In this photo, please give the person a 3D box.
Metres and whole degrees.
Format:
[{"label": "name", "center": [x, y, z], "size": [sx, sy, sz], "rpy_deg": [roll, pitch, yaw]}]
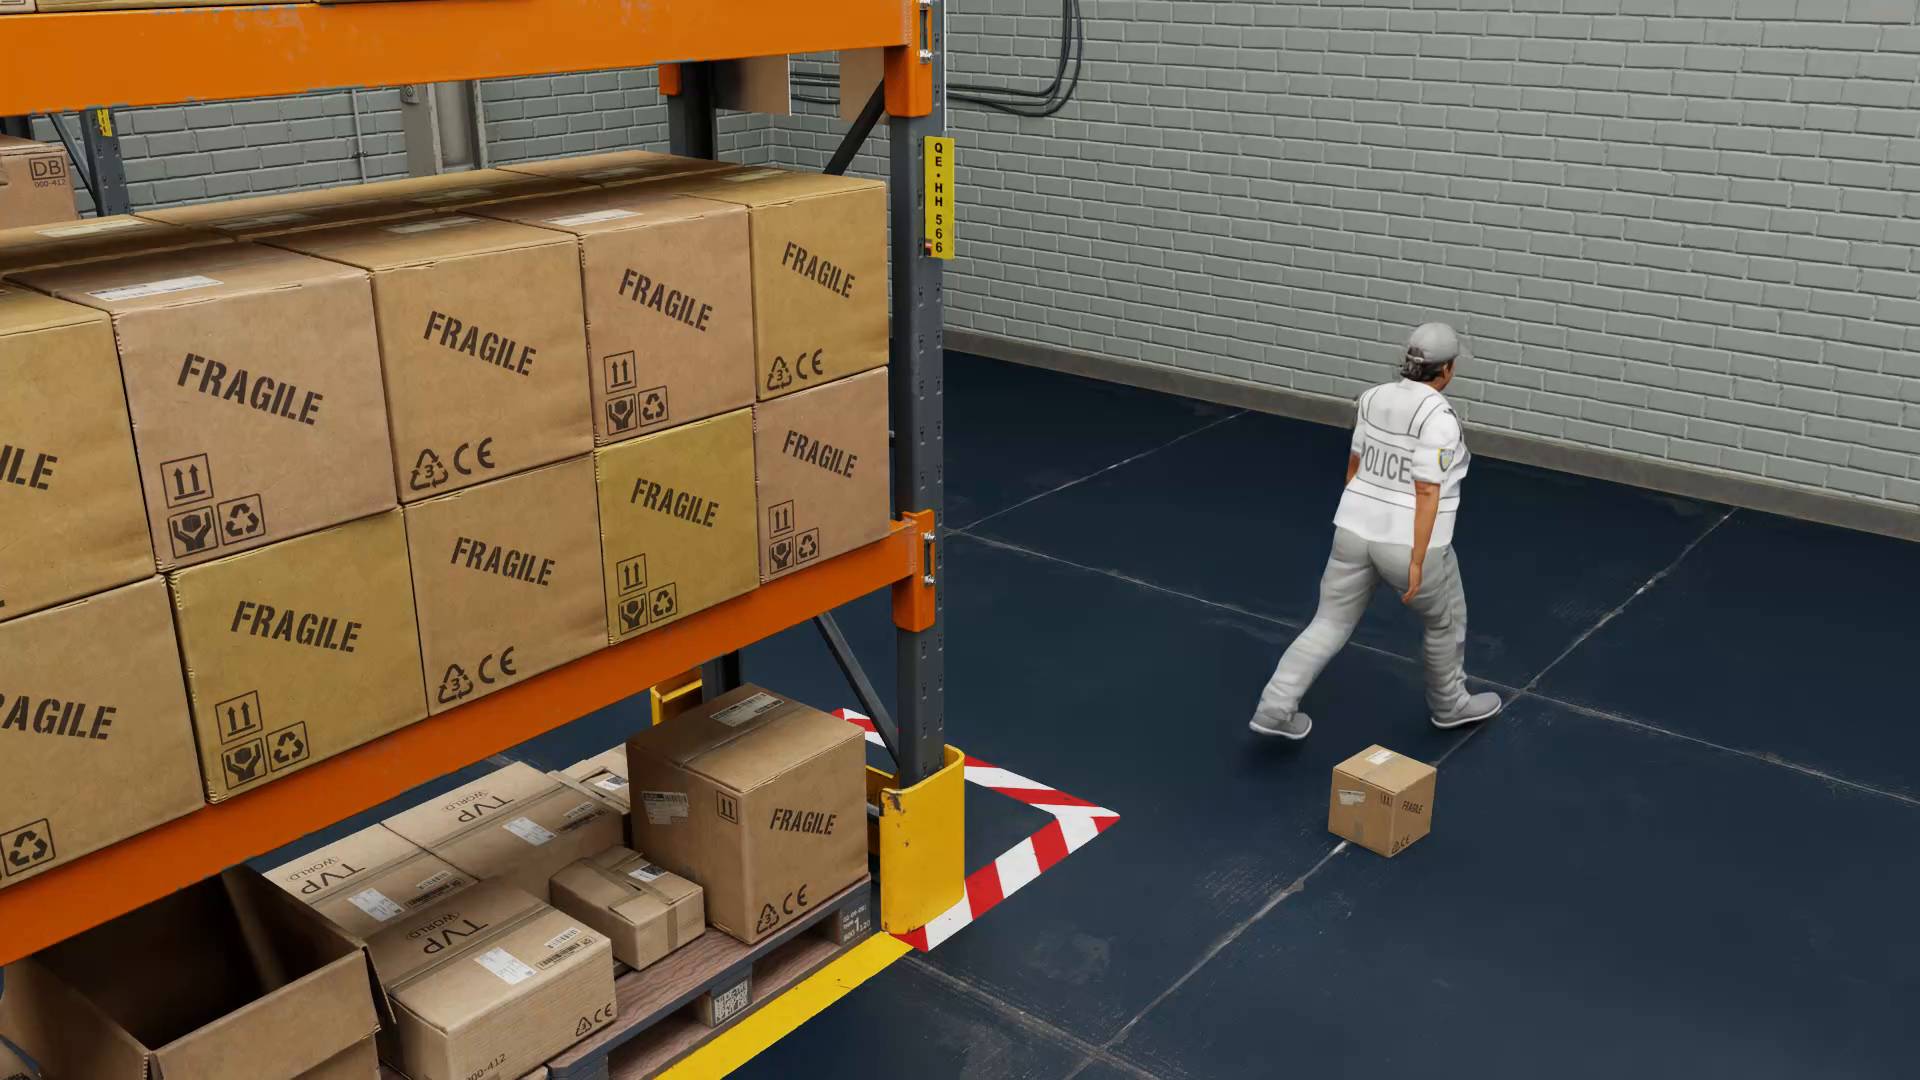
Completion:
[{"label": "person", "center": [1.577, -0.006, 6.151], "size": [1.075, 1.599, 0.480], "rpy_deg": [-13, 24, -32]}]
